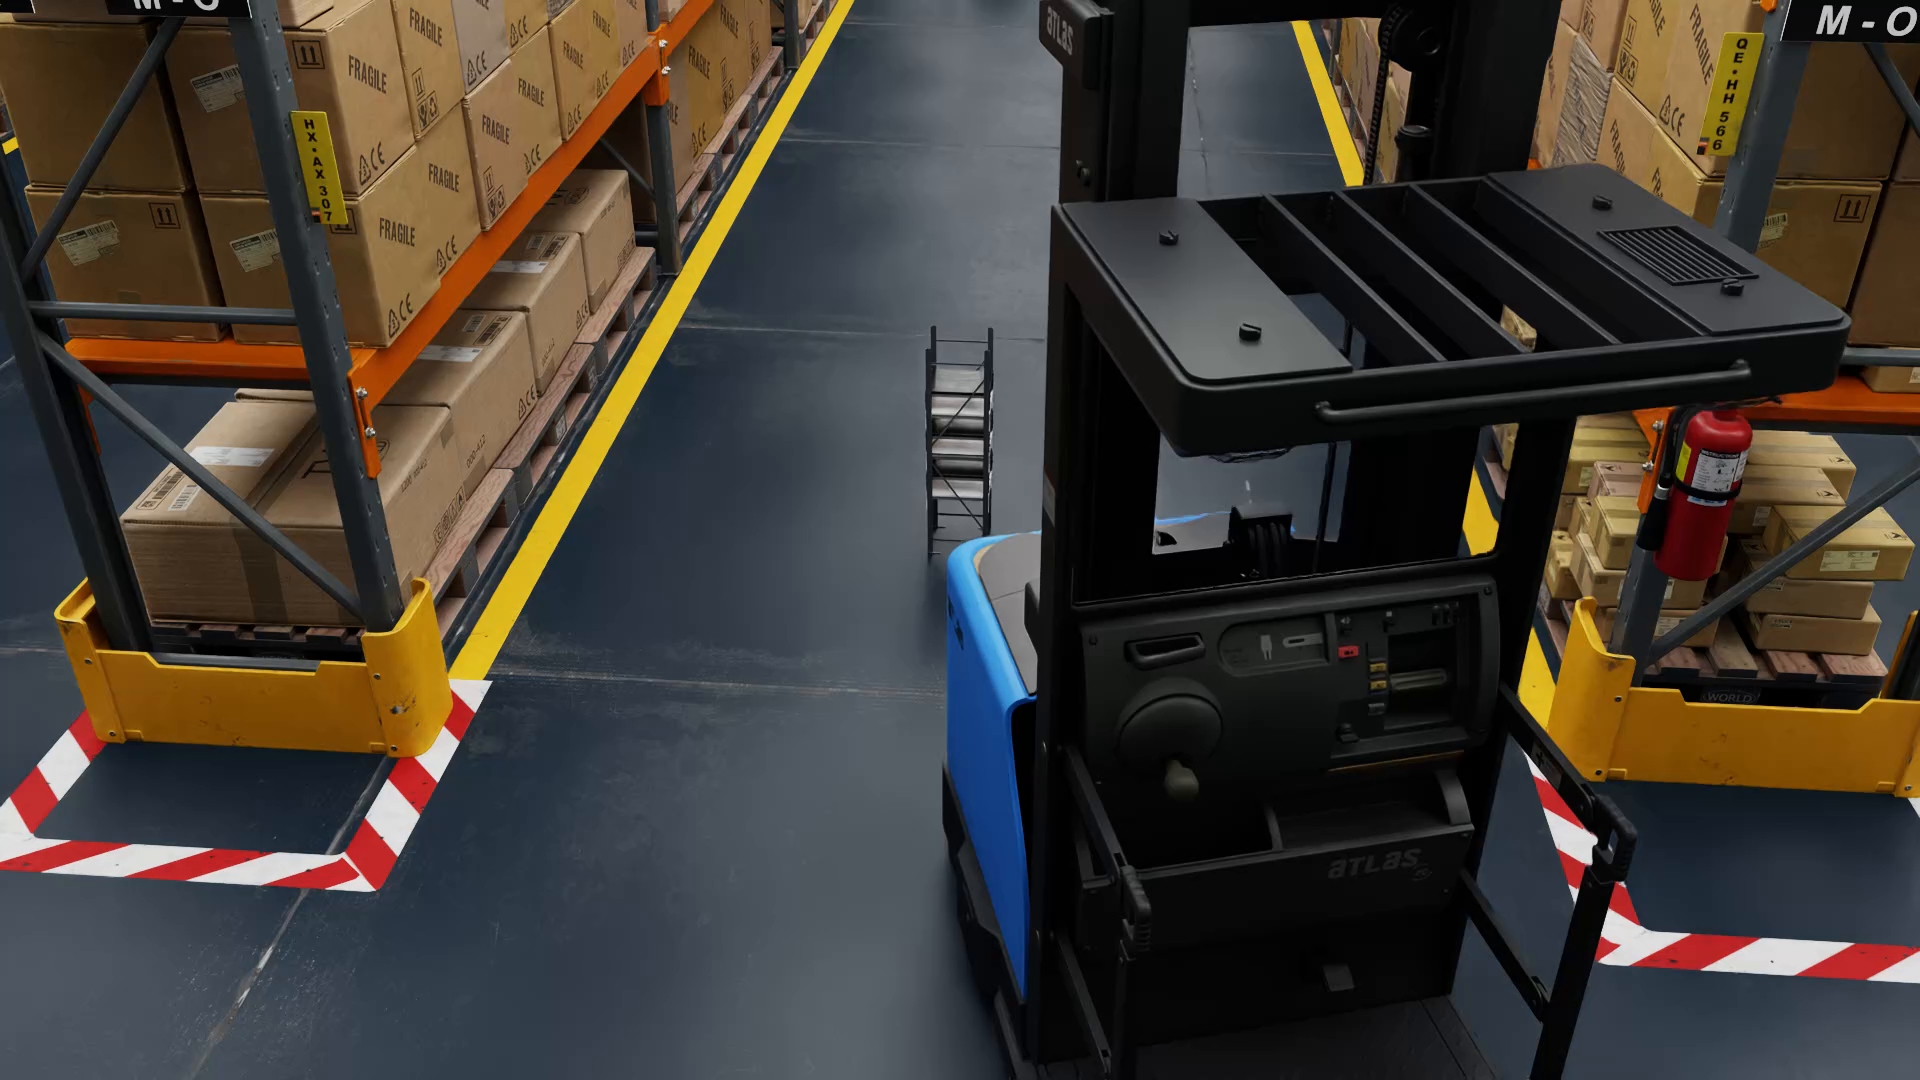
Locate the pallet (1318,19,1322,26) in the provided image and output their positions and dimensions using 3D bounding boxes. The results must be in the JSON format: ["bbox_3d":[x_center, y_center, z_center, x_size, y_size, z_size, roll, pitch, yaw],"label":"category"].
[{"bbox_3d":[3.476,-4.554,13.939,1.003,0.211,1.213,2,32,4],"label":"pallet"}]

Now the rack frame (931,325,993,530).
[{"bbox_3d":[0.008,-0.432,6.593,0.240,0.900,0.006,2,32,4],"label":"rack frame"}]

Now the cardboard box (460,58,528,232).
[{"bbox_3d":[-1.960,-1.484,6.203,0.500,0.500,0.500,2,32,4],"label":"cardboard box"}]

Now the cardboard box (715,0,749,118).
[{"bbox_3d":[-1.923,-3.305,10.879,0.875,0.875,0.875,3,32,5],"label":"cardboard box"}]

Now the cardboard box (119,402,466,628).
[{"bbox_3d":[-2.404,-0.109,6.109,0.875,0.438,0.875,1,32,2],"label":"cardboard box"}]

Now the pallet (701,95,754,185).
[{"bbox_3d":[-1.948,-2.622,10.804,1.003,0.211,1.213,2,32,4],"label":"pallet"}]

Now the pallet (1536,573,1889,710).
[{"bbox_3d":[2.691,0.211,6.206,1.003,0.211,1.213,2,32,4],"label":"pallet"}]

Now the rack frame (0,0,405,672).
[{"bbox_3d":[-2.358,-0.671,4.980,1.000,3.000,0.127,2,32,4],"label":"rack frame"}]

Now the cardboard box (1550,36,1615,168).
[{"bbox_3d":[2.443,-1.462,5.885,0.500,0.500,0.500,3,32,4],"label":"cardboard box"}]

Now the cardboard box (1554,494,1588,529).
[{"bbox_3d":[2.383,-0.164,6.191,0.380,0.149,0.250,1,32,2],"label":"cardboard box"}]

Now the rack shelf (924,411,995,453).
[{"bbox_3d":[-0.001,-0.427,6.477,0.258,0.077,0.200,2,32,4],"label":"rack shelf"}]

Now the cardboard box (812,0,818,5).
[{"bbox_3d":[-1.599,-4.596,13.453,0.950,0.372,0.625,2,32,3],"label":"cardboard box"}]

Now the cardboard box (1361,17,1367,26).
[{"bbox_3d":[2.896,-3.514,10.861,0.500,0.250,0.500,2,32,3],"label":"cardboard box"}]

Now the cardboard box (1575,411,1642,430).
[{"bbox_3d":[2.431,-0.421,6.324,0.380,0.149,0.250,1,32,2],"label":"cardboard box"}]

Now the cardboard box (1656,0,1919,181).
[{"bbox_3d":[2.373,-1.357,4.762,0.500,0.500,0.500,2,32,3],"label":"cardboard box"}]

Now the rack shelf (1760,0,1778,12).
[{"bbox_3d":[2.746,-2.529,5.822,1.077,0.370,4.000,2,32,4],"label":"rack shelf"}]

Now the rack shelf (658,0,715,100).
[{"bbox_3d":[-1.870,-3.502,10.260,1.077,0.370,4.000,2,32,4],"label":"rack shelf"}]

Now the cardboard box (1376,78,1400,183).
[{"bbox_3d":[2.761,-2.385,9.743,0.500,0.500,0.500,2,32,3],"label":"cardboard box"}]

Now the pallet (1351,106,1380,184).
[{"bbox_3d":[3.068,-2.464,10.547,1.003,0.211,1.213,2,32,4],"label":"pallet"}]

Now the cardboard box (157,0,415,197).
[{"bbox_3d":[-2.035,-1.378,5.079,0.500,0.500,0.500,2,32,3],"label":"cardboard box"}]

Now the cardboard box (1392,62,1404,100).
[{"bbox_3d":[2.773,-2.707,9.550,0.500,0.250,0.500,4,32,6],"label":"cardboard box"}]

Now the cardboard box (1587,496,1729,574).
[{"bbox_3d":[2.374,-0.019,5.671,0.380,0.149,0.250,3,32,5],"label":"cardboard box"}]

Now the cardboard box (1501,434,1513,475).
[{"bbox_3d":[2.411,-0.301,6.696,0.380,0.149,0.250,1,32,2],"label":"cardboard box"}]

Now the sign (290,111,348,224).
[{"bbox_3d":[-1.806,-1.047,4.689,0.100,0.325,0.005,2,32,4],"label":"sign"}]

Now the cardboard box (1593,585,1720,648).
[{"bbox_3d":[2.419,0.238,5.822,0.380,0.149,0.250,3,32,5],"label":"cardboard box"}]

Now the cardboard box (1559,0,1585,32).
[{"bbox_3d":[2.488,-2.171,6.083,0.500,0.500,0.500,1,32,2],"label":"cardboard box"}]

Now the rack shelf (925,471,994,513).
[{"bbox_3d":[-0.001,-0.197,6.619,0.258,0.077,0.200,2,32,4],"label":"rack shelf"}]

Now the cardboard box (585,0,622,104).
[{"bbox_3d":[-1.852,-2.283,7.500,0.500,0.500,0.500,2,32,3],"label":"cardboard box"}]

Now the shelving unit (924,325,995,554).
[{"bbox_3d":[-0.001,-0.379,6.507,0.258,0.900,0.210,2,32,4],"label":"shelving unit"}]

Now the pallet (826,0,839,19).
[{"bbox_3d":[-1.540,-4.712,14.195,1.003,0.211,1.213,2,32,4],"label":"pallet"}]

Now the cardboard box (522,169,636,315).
[{"bbox_3d":[-2.191,-1.527,8.411,0.875,0.438,0.875,2,32,3],"label":"cardboard box"}]

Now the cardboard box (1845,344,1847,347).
[{"bbox_3d":[2.916,-0.696,5.260,0.380,0.149,0.250,4,32,6],"label":"cardboard box"}]

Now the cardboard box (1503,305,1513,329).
[{"bbox_3d":[2.581,-0.963,7.203,0.380,0.149,0.250,1,32,2],"label":"cardboard box"}]

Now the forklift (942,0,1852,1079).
[{"bbox_3d":[0.757,0.368,3.358,1.130,2.935,3.031,-6,32,-10],"label":"forklift"}]

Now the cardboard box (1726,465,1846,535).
[{"bbox_3d":[2.867,-0.140,5.868,0.380,0.149,0.250,3,32,5],"label":"cardboard box"}]

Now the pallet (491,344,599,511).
[{"bbox_3d":[-2.269,-0.542,7.428,1.003,0.211,1.213,2,32,4],"label":"pallet"}]

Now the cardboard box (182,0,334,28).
[{"bbox_3d":[-2.053,-1.589,4.804,0.380,0.149,0.250,3,32,5],"label":"cardboard box"}]

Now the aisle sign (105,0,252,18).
[{"bbox_3d":[-2.075,-1.728,4.217,0.394,0.787,0.004,2,32,4],"label":"aisle sign"}]

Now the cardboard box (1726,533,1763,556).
[{"bbox_3d":[2.961,-0.008,5.938,0.380,0.149,0.250,2,32,4],"label":"cardboard box"}]

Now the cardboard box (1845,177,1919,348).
[{"bbox_3d":[2.896,-0.905,4.980,0.500,0.500,0.500,4,32,6],"label":"cardboard box"}]

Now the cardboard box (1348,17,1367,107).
[{"bbox_3d":[2.886,-3.189,11.047,0.500,0.500,0.500,3,32,5],"label":"cardboard box"}]

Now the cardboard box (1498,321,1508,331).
[{"bbox_3d":[2.491,-0.842,7.291,0.380,0.149,0.250,2,32,4],"label":"cardboard box"}]

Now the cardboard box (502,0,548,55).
[{"bbox_3d":[-1.926,-2.179,6.379,0.500,0.500,0.500,3,32,4],"label":"cardboard box"}]
